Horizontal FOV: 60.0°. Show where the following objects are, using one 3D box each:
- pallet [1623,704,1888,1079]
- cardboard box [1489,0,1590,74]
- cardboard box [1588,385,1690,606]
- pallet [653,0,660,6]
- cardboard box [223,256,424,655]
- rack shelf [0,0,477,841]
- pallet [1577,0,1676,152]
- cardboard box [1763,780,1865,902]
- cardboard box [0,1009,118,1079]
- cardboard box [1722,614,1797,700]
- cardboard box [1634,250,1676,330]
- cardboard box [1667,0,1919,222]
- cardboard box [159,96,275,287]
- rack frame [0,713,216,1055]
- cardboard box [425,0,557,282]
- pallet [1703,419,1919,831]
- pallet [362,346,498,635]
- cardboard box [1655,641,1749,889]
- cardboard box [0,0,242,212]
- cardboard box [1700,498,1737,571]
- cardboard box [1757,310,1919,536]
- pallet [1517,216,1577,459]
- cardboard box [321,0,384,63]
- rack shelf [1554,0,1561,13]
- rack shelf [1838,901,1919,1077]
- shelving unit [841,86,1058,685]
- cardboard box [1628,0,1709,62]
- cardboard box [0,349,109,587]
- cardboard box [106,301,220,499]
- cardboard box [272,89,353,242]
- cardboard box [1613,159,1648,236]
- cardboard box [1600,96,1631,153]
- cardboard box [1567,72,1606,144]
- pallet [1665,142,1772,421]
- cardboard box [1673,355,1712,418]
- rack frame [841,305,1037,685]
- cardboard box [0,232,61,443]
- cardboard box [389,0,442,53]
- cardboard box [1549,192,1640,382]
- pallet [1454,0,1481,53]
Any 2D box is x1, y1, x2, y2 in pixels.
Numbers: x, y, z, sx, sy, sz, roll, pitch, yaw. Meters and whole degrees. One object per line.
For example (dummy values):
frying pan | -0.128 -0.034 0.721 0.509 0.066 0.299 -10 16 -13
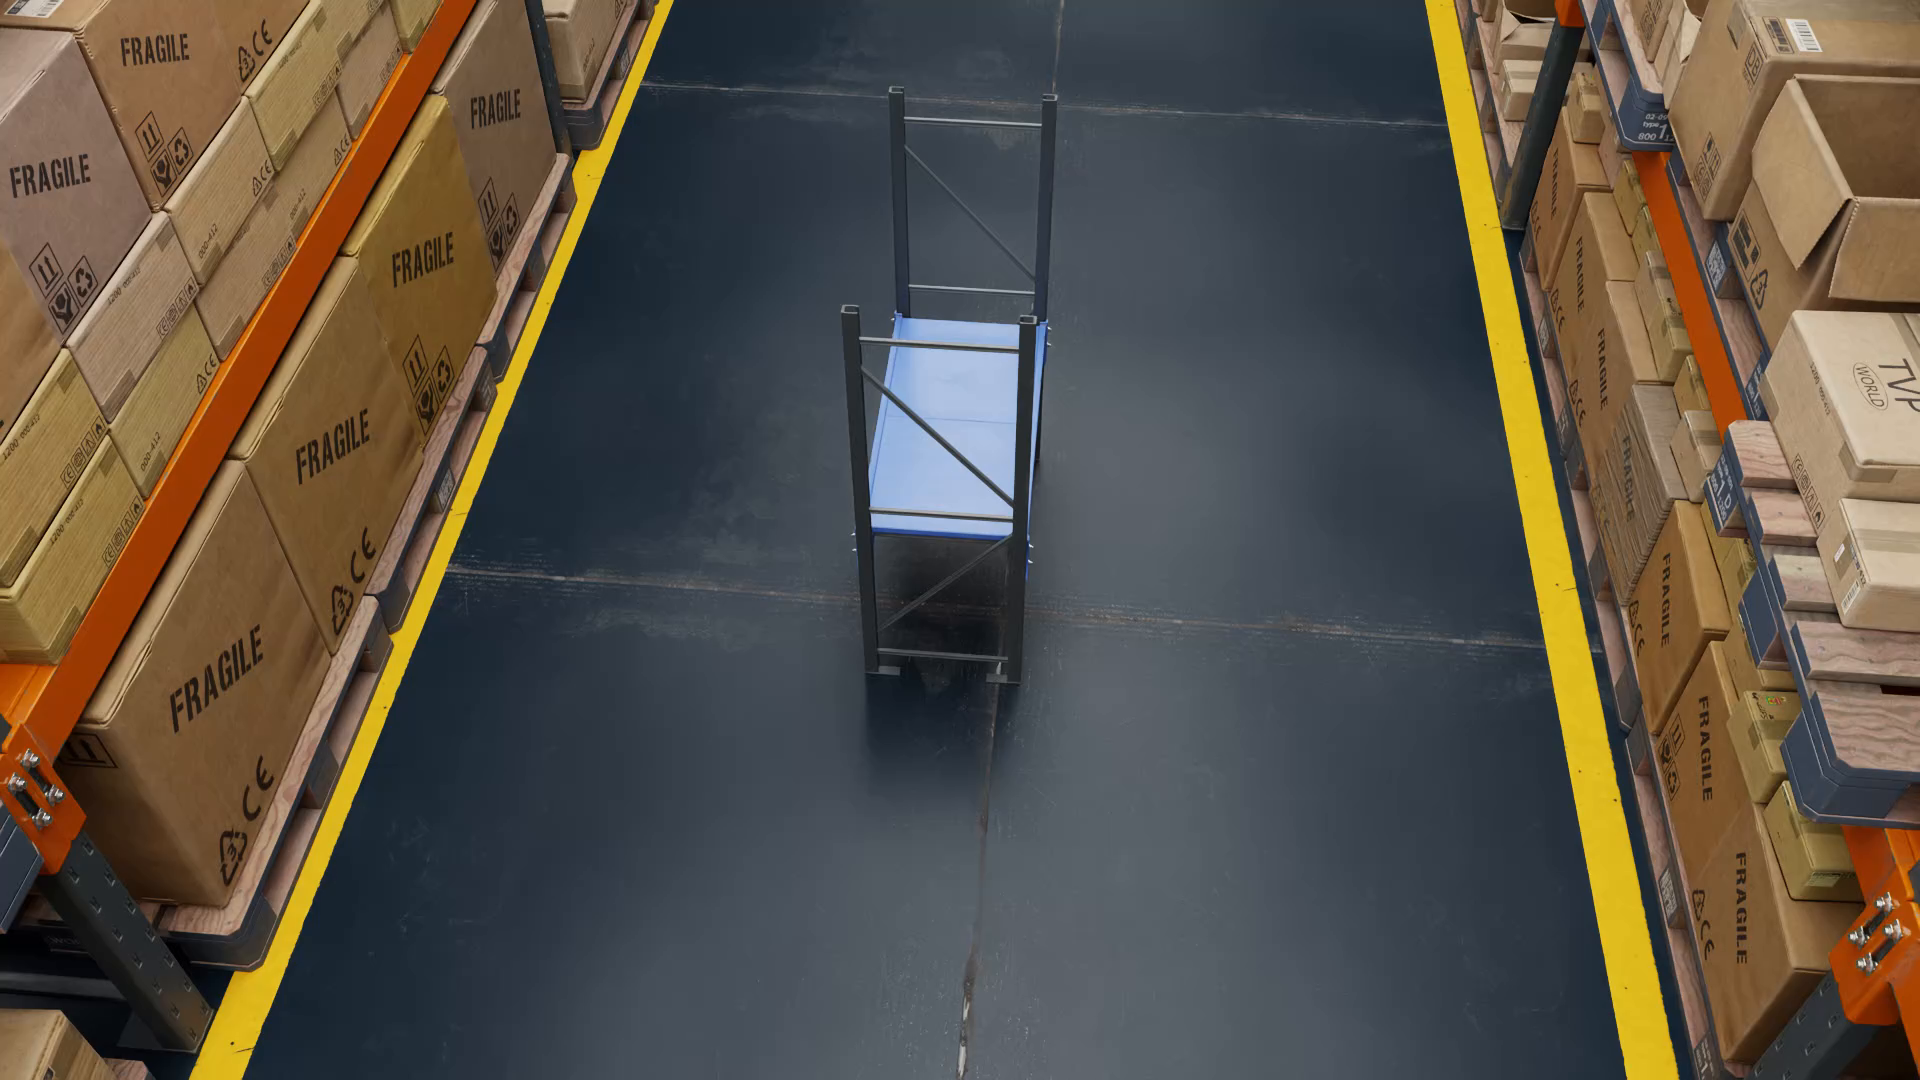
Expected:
pallet | 2.503 1.022 4.672 1.003 0.211 1.213 4 48 4
cardboard box | 2.552 -2.223 7.318 0.396 0.266 0.258 5 48 5
cardboard box | 2.351 -0.131 5.246 0.500 0.500 0.500 2 48 2
pallet | -1.926 -3.154 8.492 1.003 0.211 1.213 4 48 4
cardboard box | -2.315 -0.286 5.134 0.875 0.875 0.875 4 48 4
rack shelf | -2.364 -0.931 5.056 1.077 0.370 4.000 4 48 4
pallet | 2.580 -1.667 5.372 1.003 0.211 1.213 4 48 4
cardboard box | 2.190 0.730 4.019 0.380 0.149 0.250 2 48 2
cardboard box | -2.608 1.456 3.882 0.950 0.372 0.625 1 48 1
cardboard box | 2.252 0.337 4.379 0.380 0.149 0.250 2 48 2
cardboard box | 2.432 -0.802 5.420 0.380 0.149 0.250 4 48 3
cardboard box | 2.376 -1.190 4.453 0.700 0.500 0.500 4 48 3
cardboard box | -2.148 -0.923 4.324 0.500 0.250 0.500 4 48 3
rack frame | -2.546 0.296 3.446 1.000 3.000 0.127 4 48 4
cardboard box | -2.159 -1.607 6.342 0.875 0.875 0.875 5 48 5
pallet | 2.389 0.189 3.674 1.213 0.211 1.003 4 48 4
pallet | -2.286 -0.231 5.818 1.003 0.211 1.213 4 48 4
cardboard box | 2.277 0.637 4.544 0.500 0.500 0.500 3 48 3
cardboard box | -2.160 -1.165 4.038 0.500 0.500 0.500 5 48 5
cardboard box | 2.343 -0.037 4.721 0.380 0.149 0.250 3 48 3
cardboard box | 2.171 -0.261 3.773 0.500 0.250 0.500 2 48 2
pallet | 2.725 -0.771 6.312 1.003 0.211 1.213 4 48 4
cardboard box | -2.059 -1.672 5.009 0.500 0.250 0.500 5 48 4
rack shelf | 2.944 -3.539 7.442 1.077 0.370 4.000 4 48 4
rack shelf | 2.215 2.340 2.065 1.077 0.370 4.000 4 48 4
shelving unit | -0.008 -0.443 5.139 0.538 1.500 1.048 4 48 4
cardboard box | 2.447 -1.767 4.981 0.700 0.500 0.500 4 48 4
cardboard box | -2.254 -0.178 3.643 0.500 0.250 0.500 4 48 3
cardboard box | -2.222 -0.374 4.161 0.500 0.250 0.500 3 48 2
cardboard box | -2.127 -1.122 4.845 0.500 0.250 0.500 4 48 4
cardboard box | 2.504 -1.185 5.771 0.380 0.149 0.250 2 48 2
cardboard box | 2.488 -1.490 5.848 0.380 0.149 0.250 2 48 2
cardboard box | 2.464 -1.583 6.135 0.380 0.149 0.250 6 48 5
pallet | 2.570 -0.737 4.522 1.003 0.211 1.213 4 48 4
cardboard box | 2.412 -0.419 5.071 0.380 0.149 0.250 4 48 4
rack frame | -0.054 -0.070 4.798 0.500 1.500 0.032 4 48 4
cardboard box | -2.258 -0.421 3.357 0.500 0.500 0.500 2 48 2
cardboard box | -2.019 -1.872 5.531 0.500 0.250 0.500 3 48 3
cardboard box | 2.455 -0.878 5.930 0.500 0.500 0.500 3 48 3
pallet | 2.934 -2.774 8.145 1.003 0.211 1.213 4 48 4
